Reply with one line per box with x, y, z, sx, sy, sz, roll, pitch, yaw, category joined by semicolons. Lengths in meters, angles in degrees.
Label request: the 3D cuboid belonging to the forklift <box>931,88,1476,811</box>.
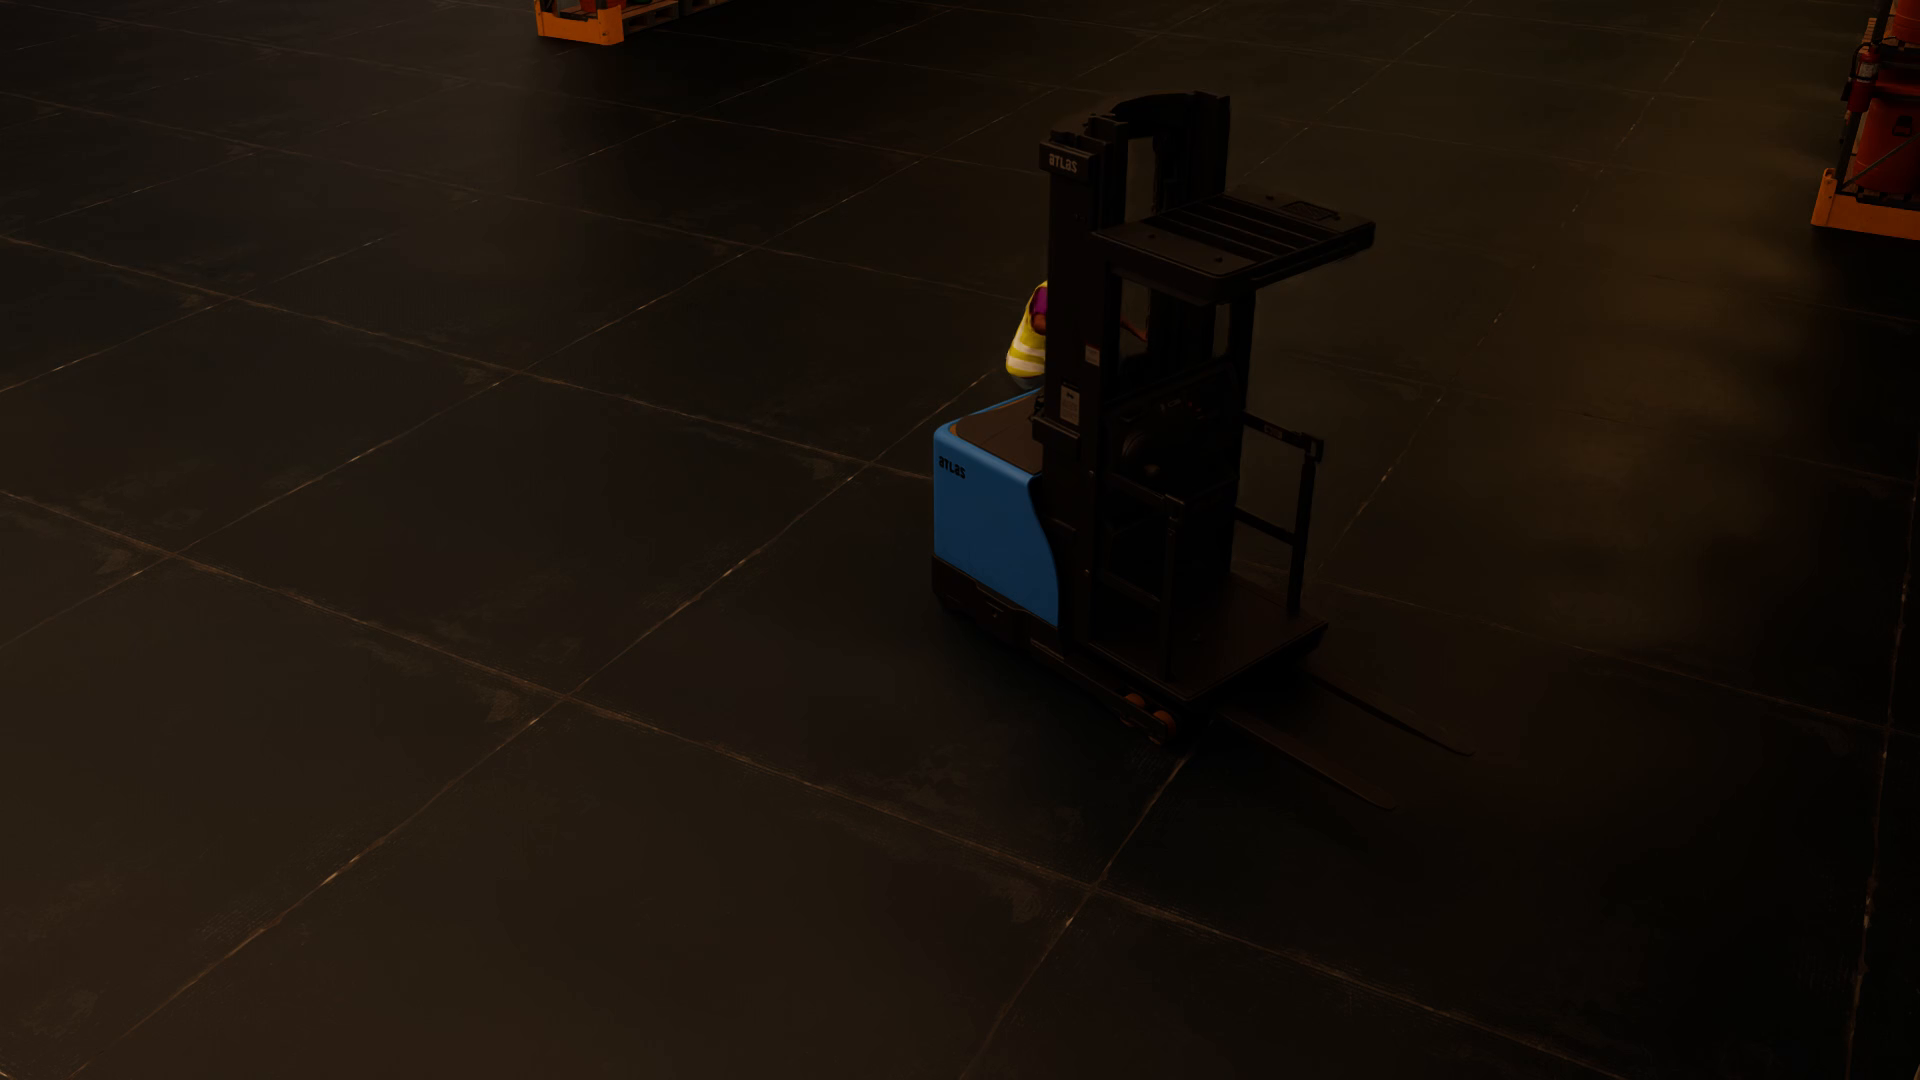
1.187;-0.543;8.012;1.130;2.935;3.031;-24;37;-35;forklift

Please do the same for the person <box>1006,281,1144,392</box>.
0.784;-1.125;10.485;0.992;1.479;0.837;2;30;4;person
